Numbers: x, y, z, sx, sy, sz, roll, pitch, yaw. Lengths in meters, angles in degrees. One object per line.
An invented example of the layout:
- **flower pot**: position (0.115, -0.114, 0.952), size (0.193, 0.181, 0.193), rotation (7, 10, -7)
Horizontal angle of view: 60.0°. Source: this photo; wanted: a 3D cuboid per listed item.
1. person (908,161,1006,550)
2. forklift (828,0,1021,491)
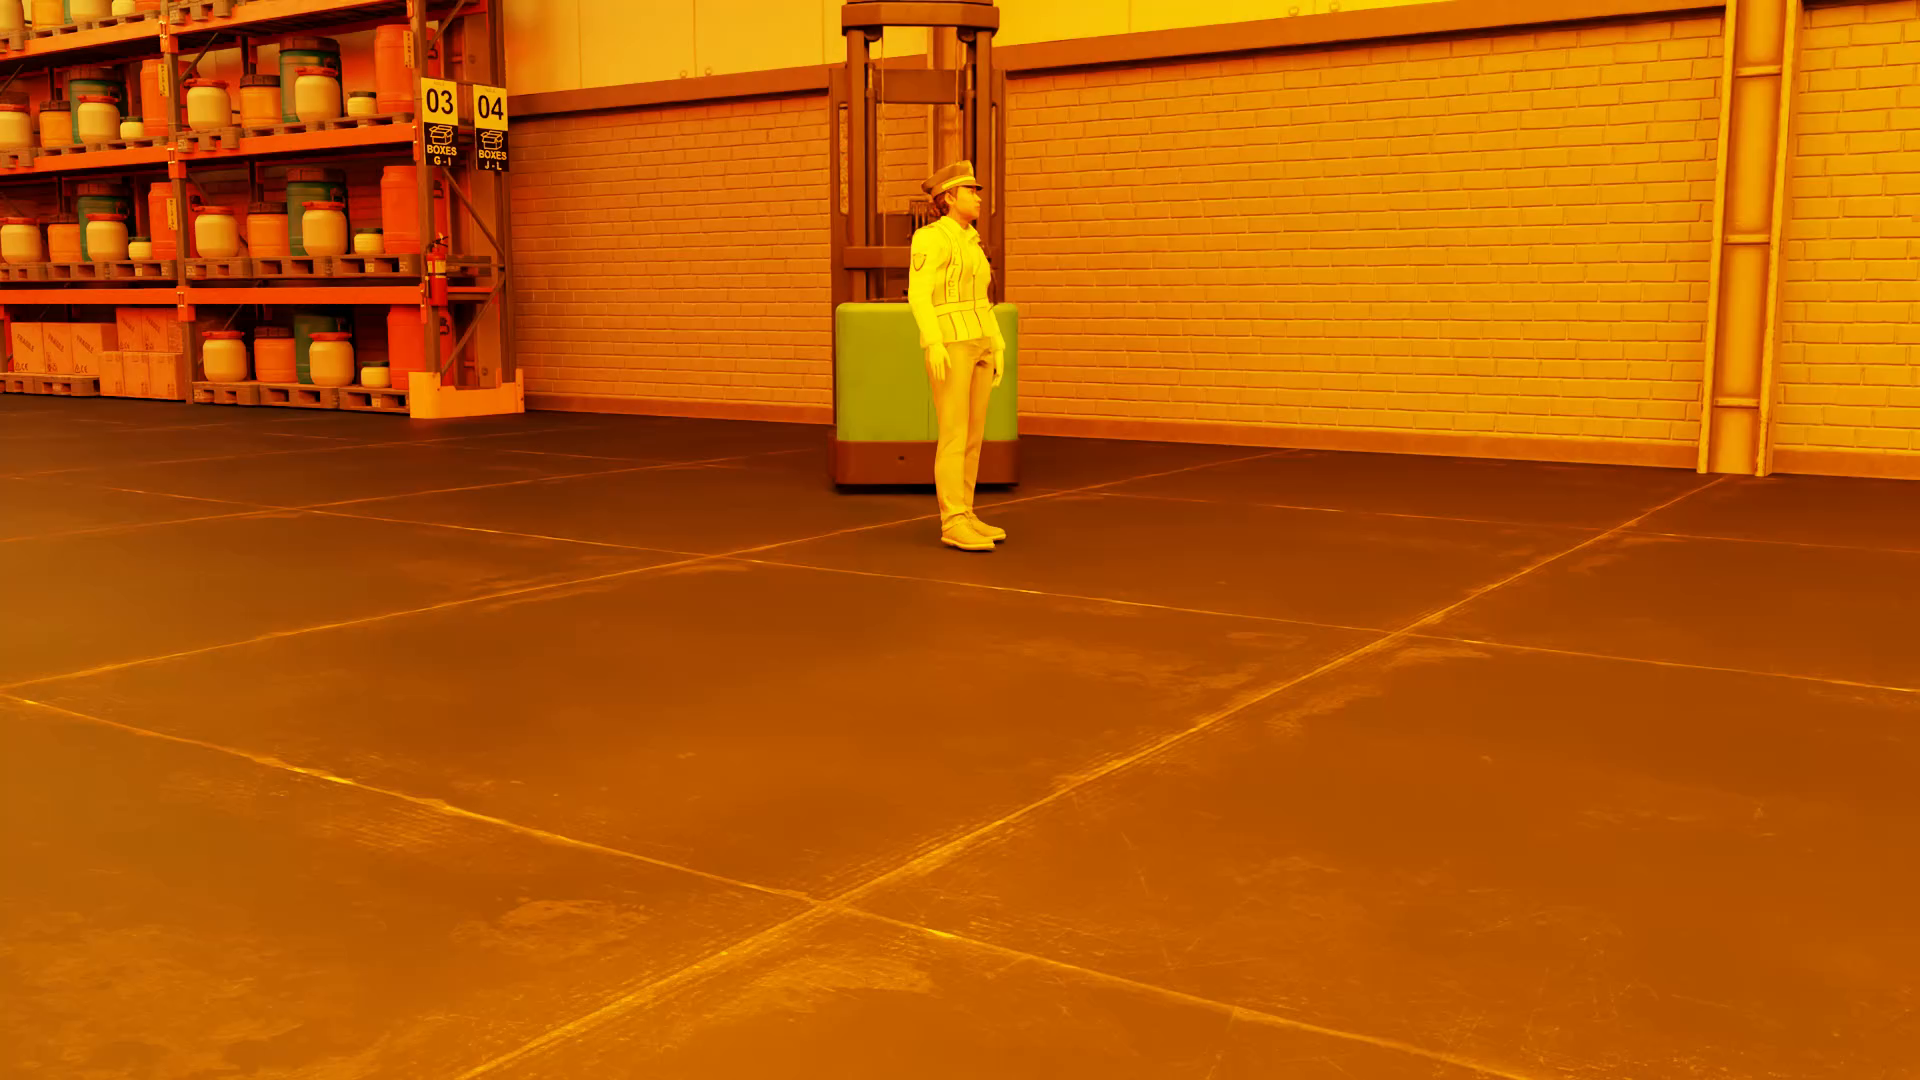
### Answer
- **person**: position (0.053, -0.840, 7.440), size (0.532, 1.694, 0.586), rotation (5, 10, 34)
- **forklift**: position (-0.281, -1.906, 10.597), size (1.130, 2.935, 3.031), rotation (-1, 8, -4)
